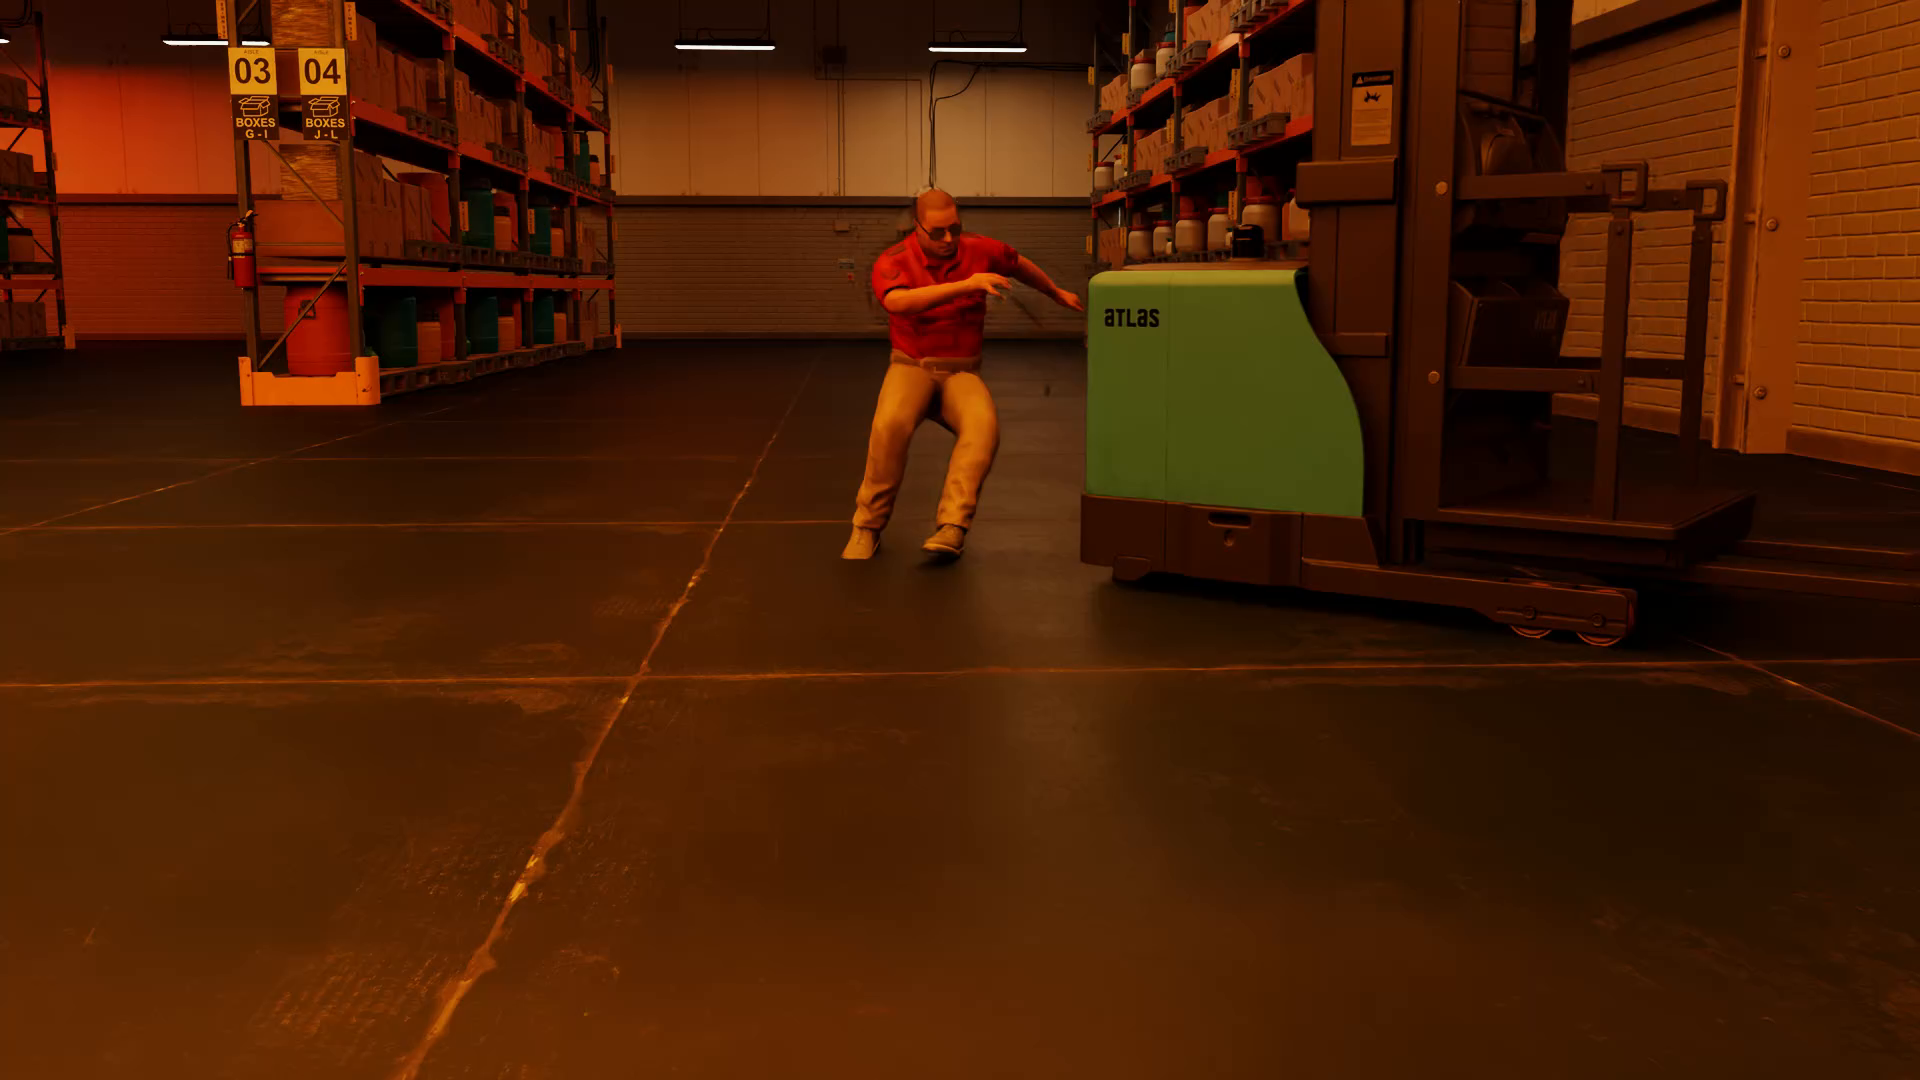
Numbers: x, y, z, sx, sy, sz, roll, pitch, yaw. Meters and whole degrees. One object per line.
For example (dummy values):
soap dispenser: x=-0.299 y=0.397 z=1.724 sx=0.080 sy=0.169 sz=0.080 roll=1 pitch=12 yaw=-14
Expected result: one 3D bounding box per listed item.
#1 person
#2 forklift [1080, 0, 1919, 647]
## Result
person: x=0.074 y=-0.647 z=6.593 sx=1.215 sy=1.447 sz=0.938 roll=-3 pitch=9 yaw=-16
forklift: x=1.913 y=-1.233 z=5.132 sx=3.031 sy=2.935 sz=1.130 roll=6 pitch=10 yaw=35
